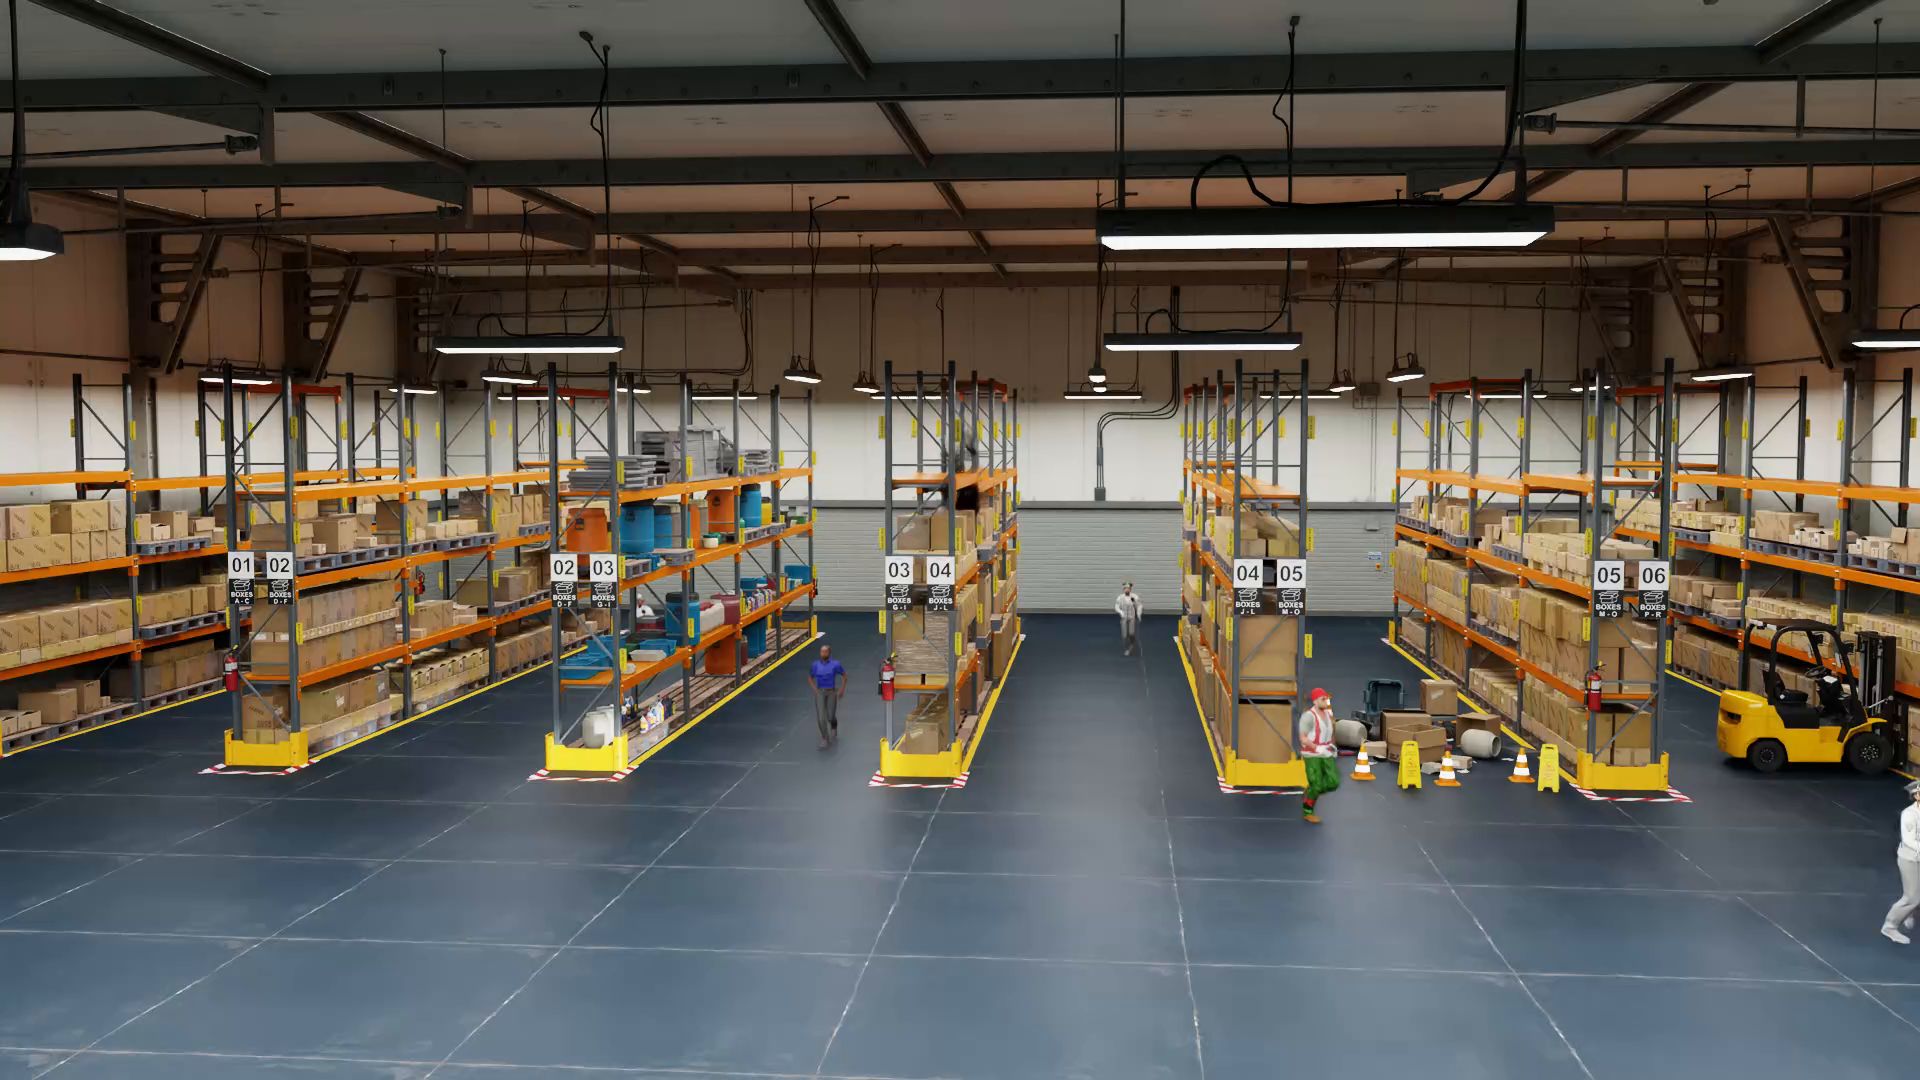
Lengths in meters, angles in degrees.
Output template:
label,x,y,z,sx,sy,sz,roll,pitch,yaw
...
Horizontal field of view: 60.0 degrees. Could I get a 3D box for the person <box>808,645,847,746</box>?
label,x,y,z,sx,sy,sz,roll,pitch,yaw
person,-2.115,2.466,26.411,0.608,1.615,0.557,0,4,2

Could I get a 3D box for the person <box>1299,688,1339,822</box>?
label,x,y,z,sx,sy,sz,roll,pitch,yaw
person,4.588,2.741,21.208,0.661,1.731,0.633,-3,5,-38

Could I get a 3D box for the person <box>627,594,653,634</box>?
label,x,y,z,sx,sy,sz,roll,pitch,yaw
person,-6.503,1.936,33.859,0.580,1.711,0.855,0,4,-2

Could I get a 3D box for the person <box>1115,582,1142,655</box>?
label,x,y,z,sx,sy,sz,roll,pitch,yaw
person,3.733,1.750,36.967,0.570,1.642,0.624,1,4,10

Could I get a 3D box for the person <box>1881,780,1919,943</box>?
label,x,y,z,sx,sy,sz,roll,pitch,yaw
person,9.365,3.115,16.164,0.639,1.658,0.669,-2,4,-27
